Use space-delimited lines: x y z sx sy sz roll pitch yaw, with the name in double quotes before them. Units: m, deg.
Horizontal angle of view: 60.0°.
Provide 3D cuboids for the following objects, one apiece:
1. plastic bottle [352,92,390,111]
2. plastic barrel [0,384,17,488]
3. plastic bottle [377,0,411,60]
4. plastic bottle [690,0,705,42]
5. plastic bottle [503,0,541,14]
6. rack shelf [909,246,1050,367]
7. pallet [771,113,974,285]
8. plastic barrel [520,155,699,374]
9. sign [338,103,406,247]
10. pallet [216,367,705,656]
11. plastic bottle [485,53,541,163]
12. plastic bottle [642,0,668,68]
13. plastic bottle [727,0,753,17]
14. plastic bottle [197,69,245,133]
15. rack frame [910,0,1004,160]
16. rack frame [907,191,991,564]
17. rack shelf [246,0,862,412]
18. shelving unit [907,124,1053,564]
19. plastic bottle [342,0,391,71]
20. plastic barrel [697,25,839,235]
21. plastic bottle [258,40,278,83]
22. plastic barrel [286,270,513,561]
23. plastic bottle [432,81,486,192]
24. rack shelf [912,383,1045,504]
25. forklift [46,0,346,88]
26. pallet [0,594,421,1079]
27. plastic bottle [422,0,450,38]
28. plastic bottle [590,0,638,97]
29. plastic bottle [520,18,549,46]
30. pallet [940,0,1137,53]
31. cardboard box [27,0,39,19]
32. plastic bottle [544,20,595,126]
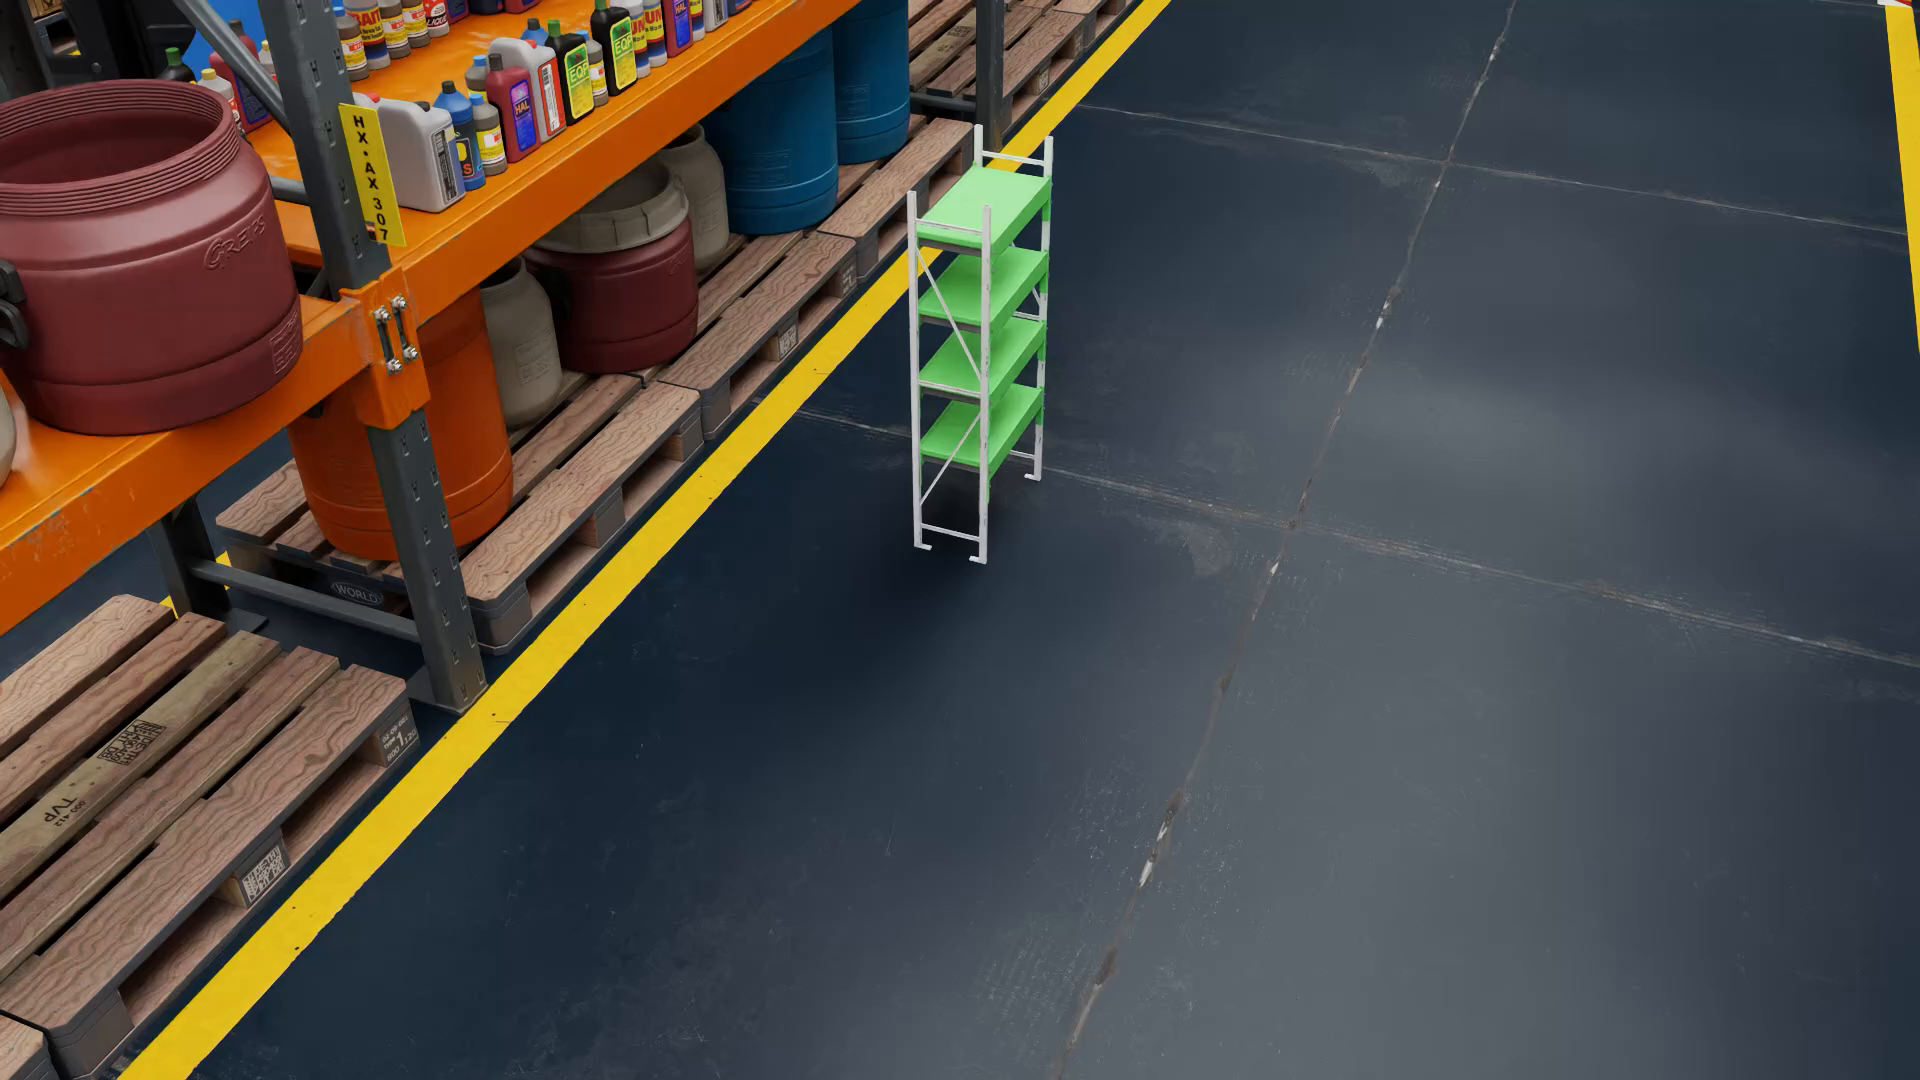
"plastic bottle" -1.490 -1.012 4.202 0.152 0.276 0.135 14 39 18
"plastic barrel" -2.006 -0.287 3.036 0.421 0.512 0.421 0 37 0
"plastic bottle" -1.719 -1.559 4.997 0.097 0.201 0.097 0 37 0
"plastic bottle" -0.840 -1.673 5.090 0.097 0.271 0.097 0 37 0
"plastic bottle" -1.415 -1.838 5.300 0.061 0.283 0.133 14 39 18
"rack shelf" 0.063 -0.713 4.908 0.258 0.148 0.480 14 39 18
"pallet" -0.623 -1.541 7.135 1.003 0.211 1.213 14 39 18
"plastic barrel" -1.212 -0.963 5.697 0.600 0.588 0.708 14 39 18
"sign" -1.301 -0.805 3.685 0.100 0.325 0.005 14 39 18
"pallet" -1.551 -0.190 5.328 1.003 0.211 1.213 14 39 18
"plastic bottle" -1.182 -1.152 4.383 0.061 0.283 0.133 14 39 18
"plastic bottle" -0.928 -1.545 4.919 0.097 0.271 0.097 0 37 0
"plastic bottle" -0.757 -1.862 5.277 0.144 0.351 0.185 14 39 18
"plastic bottle" -1.992 -1.162 4.465 0.097 0.201 0.097 0 37 0
"rack frame" -0.291 -3.076 6.859 1.000 3.000 0.127 14 39 18
"rack frame" -0.030 -0.437 4.833 0.240 1.200 0.015 14 39 18
"rack shelf" -1.052 -1.680 5.593 1.077 0.370 4.000 14 39 18
"shelving unit" 0.063 -0.572 5.013 0.258 1.200 0.503 14 39 18
"plastic bottle" -1.756 -1.534 4.904 0.097 0.271 0.097 0 37 0
"plastic barrel" -0.783 -1.714 6.439 0.600 0.901 0.708 14 39 18
"plastic bottle" -1.905 -1.290 4.636 0.097 0.201 0.097 0 37 0
"plastic barrel" -1.642 -0.435 4.788 0.600 0.830 0.708 14 39 18
"plastic bottle" -1.280 -1.033 4.234 0.097 0.271 0.097 0 37 0
"rack shelf" 0.063 -0.329 5.195 0.258 0.148 0.480 14 39 18
"forklift" -3.605 -2.715 6.434 3.031 2.935 1.130 -2 37 -3
"pallet" -2.143 0.676 4.169 1.003 0.211 1.213 14 39 18
"plastic bottle" -1.645 -1.667 5.141 0.097 0.201 0.097 0 37 0
"plastic bottle" -0.992 -1.428 4.752 0.061 0.283 0.133 14 39 18
"plastic bottle" -1.160 -1.303 4.596 0.097 0.271 0.097 0 37 0
"pallet" 0.416 -3.052 9.157 1.003 0.211 1.213 14 39 18
"cardboard box" -4.989 -2.771 8.172 0.500 0.500 0.500 14 39 18
"plastic bottle" -1.080 -1.300 4.581 0.061 0.283 0.133 14 39 18
